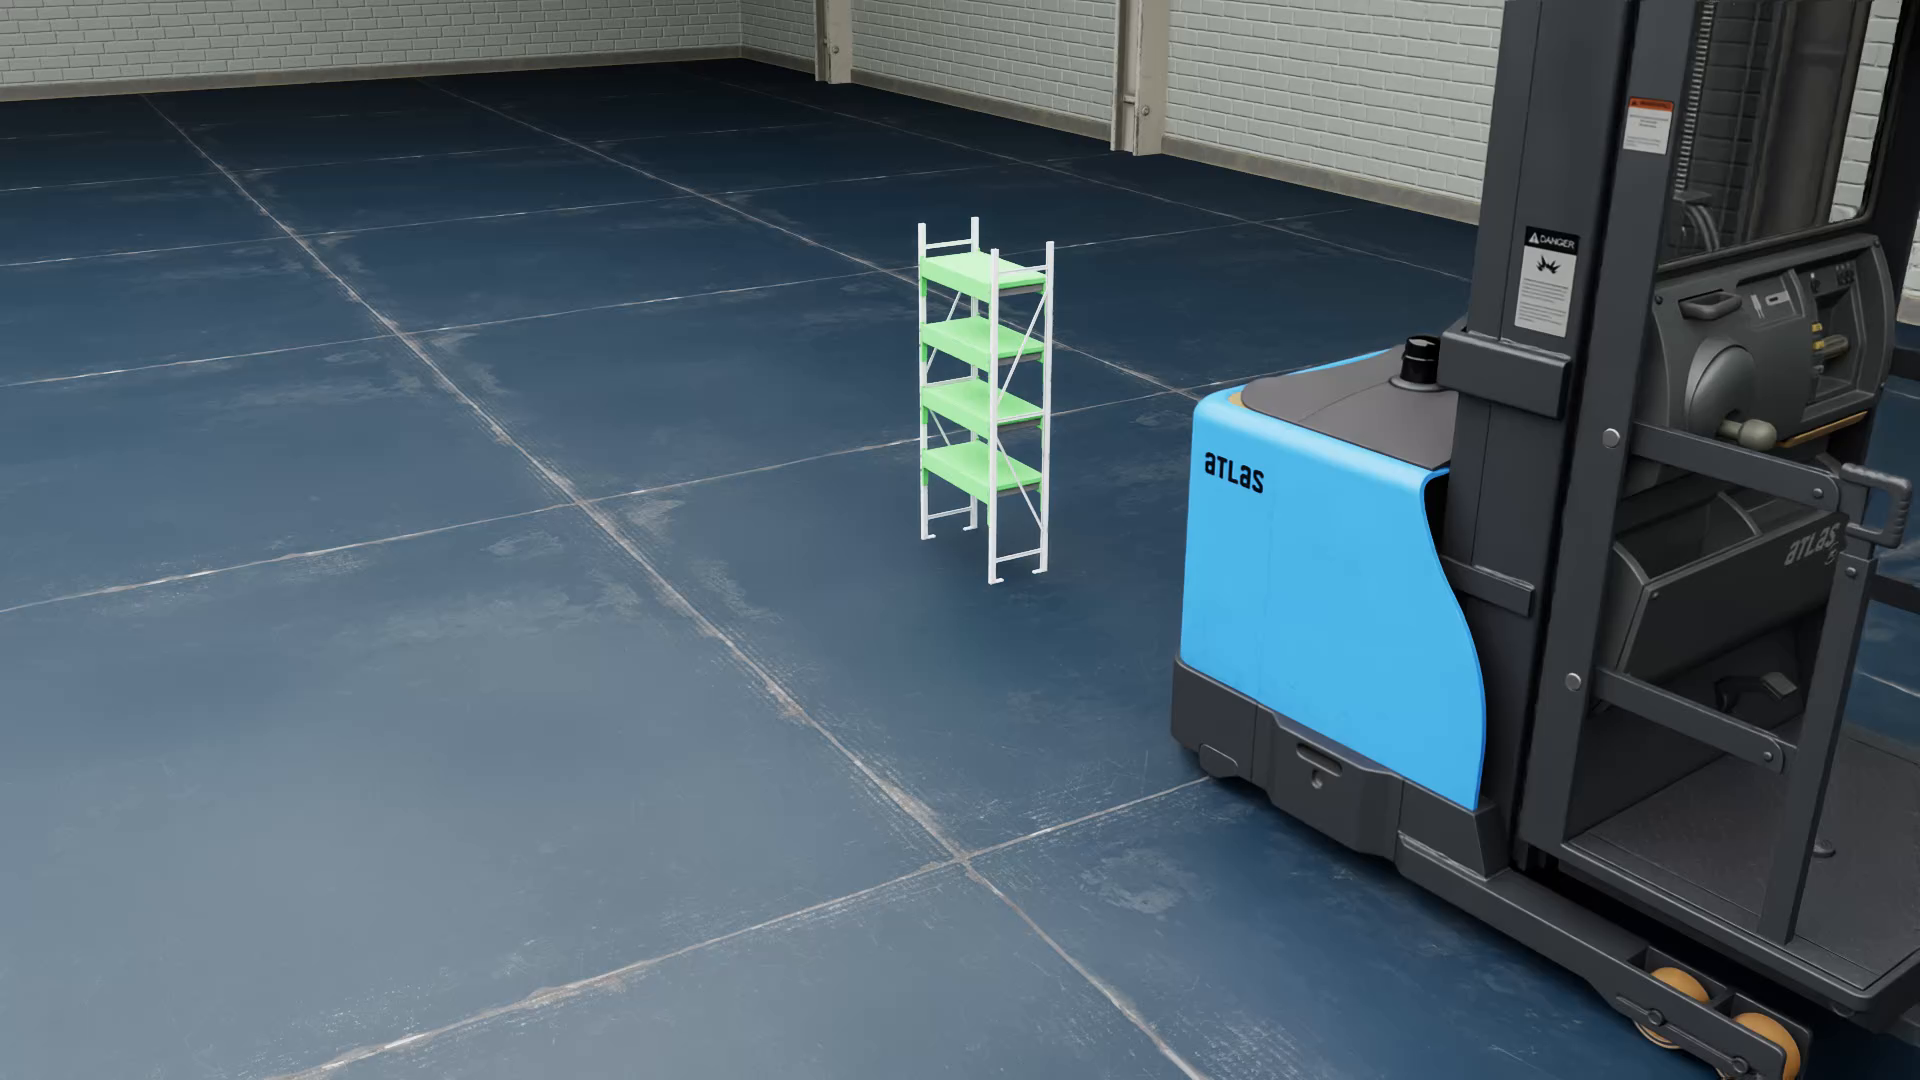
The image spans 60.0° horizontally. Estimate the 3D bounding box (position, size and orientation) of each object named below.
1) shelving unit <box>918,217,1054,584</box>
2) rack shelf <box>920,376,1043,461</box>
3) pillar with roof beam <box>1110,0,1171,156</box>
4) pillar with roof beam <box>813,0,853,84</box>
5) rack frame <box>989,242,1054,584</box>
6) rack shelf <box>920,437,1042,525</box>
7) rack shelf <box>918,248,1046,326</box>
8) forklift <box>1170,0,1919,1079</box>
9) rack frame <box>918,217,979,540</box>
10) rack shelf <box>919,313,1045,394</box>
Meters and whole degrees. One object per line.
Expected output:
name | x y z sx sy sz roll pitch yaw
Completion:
shelving unit | 0.085 -0.502 5.954 0.258 1.200 0.503 -13 25 -28
rack shelf | 0.085 -0.443 5.978 0.258 0.148 0.480 -13 25 -28
pillar with roof beam | -2.120 -6.813 11.123 9.100 9.000 0.400 -13 25 -28
pillar with roof beam | -5.185 -8.756 15.902 9.100 9.000 0.400 -13 25 -28
rack frame | 0.209 -0.423 5.759 0.240 1.200 0.015 -13 25 -28
rack shelf | 0.085 -0.221 6.068 0.258 0.148 0.480 -13 25 -28
rack shelf | 0.085 -0.888 5.797 0.258 0.148 0.480 -13 25 -28
forklift | 1.888 -0.410 3.427 1.130 2.935 3.031 -16 27 -34
rack frame | -0.040 -0.581 6.148 0.240 1.200 0.015 -13 25 -28
rack shelf | 0.085 -0.665 5.887 0.258 0.148 0.480 -13 25 -28
